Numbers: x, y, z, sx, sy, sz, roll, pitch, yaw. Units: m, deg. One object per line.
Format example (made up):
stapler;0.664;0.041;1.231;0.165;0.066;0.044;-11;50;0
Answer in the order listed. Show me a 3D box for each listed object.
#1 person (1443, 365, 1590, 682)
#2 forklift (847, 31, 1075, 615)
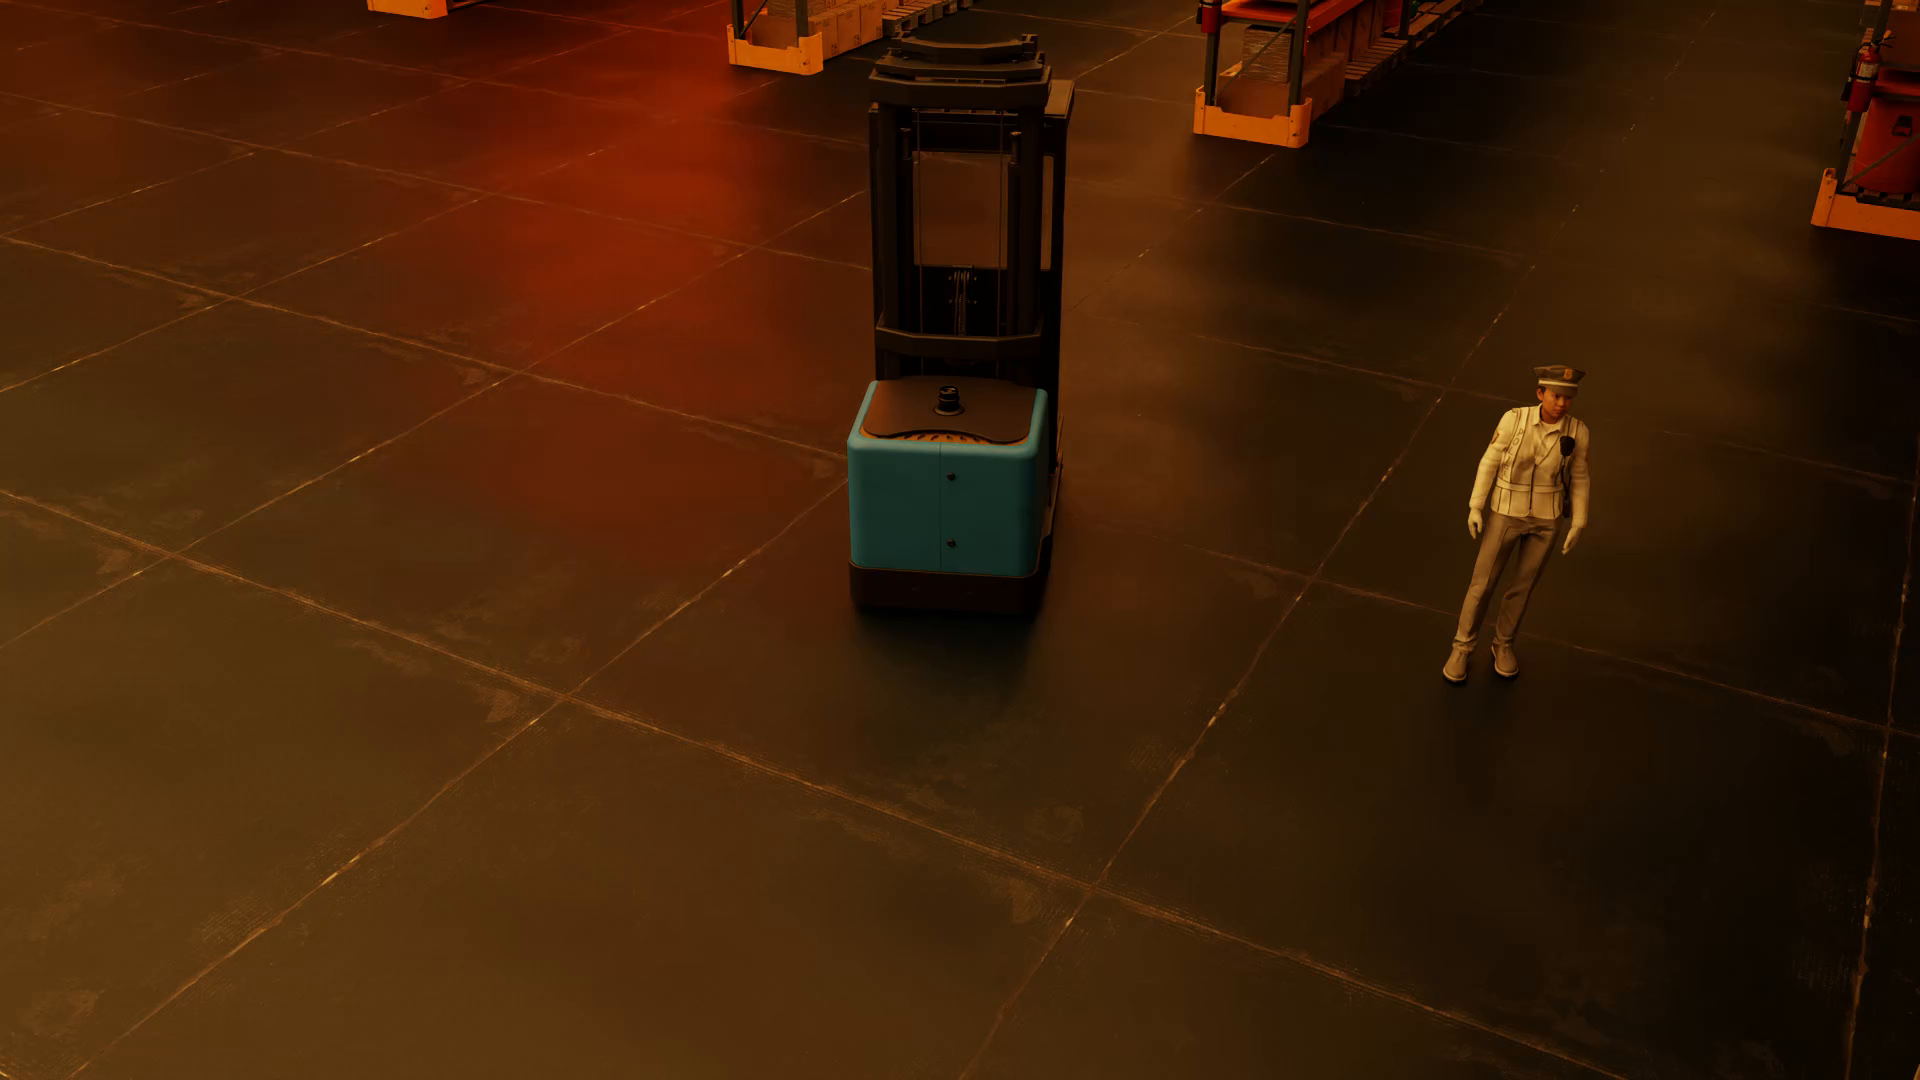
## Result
person;2.874;-0.083;8.437;0.586;1.696;0.533;7;31;12
forklift;0.072;-1.572;9.794;1.130;2.935;3.031;3;30;6
